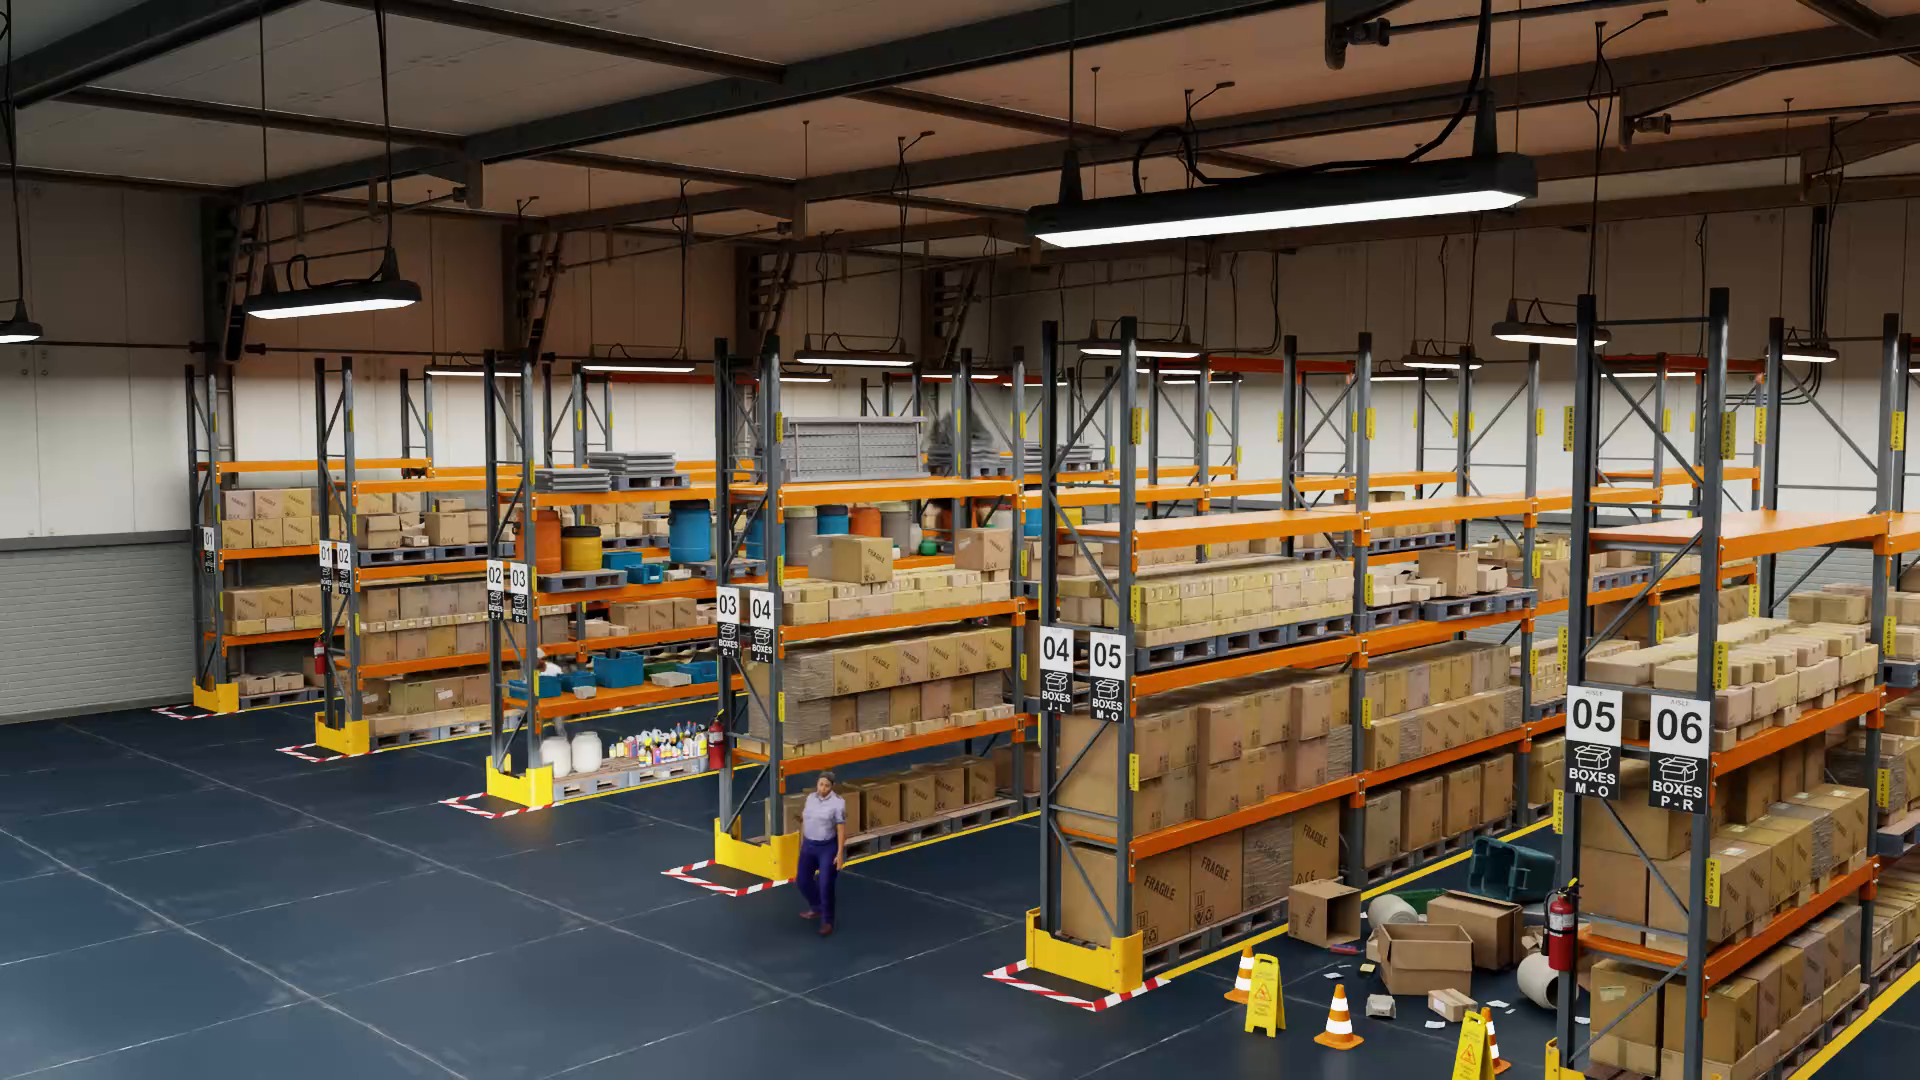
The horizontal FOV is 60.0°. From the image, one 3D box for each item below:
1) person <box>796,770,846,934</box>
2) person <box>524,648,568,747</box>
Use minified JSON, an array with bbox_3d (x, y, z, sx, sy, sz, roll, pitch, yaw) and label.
[{"bbox_3d":[-1.389,3.082,16.611,0.618,1.630,0.490,2,5,26],"label":"person"},{"bbox_3d":[-6.139,2.427,24.761,0.706,1.695,0.626,0,4,-2],"label":"person"}]
